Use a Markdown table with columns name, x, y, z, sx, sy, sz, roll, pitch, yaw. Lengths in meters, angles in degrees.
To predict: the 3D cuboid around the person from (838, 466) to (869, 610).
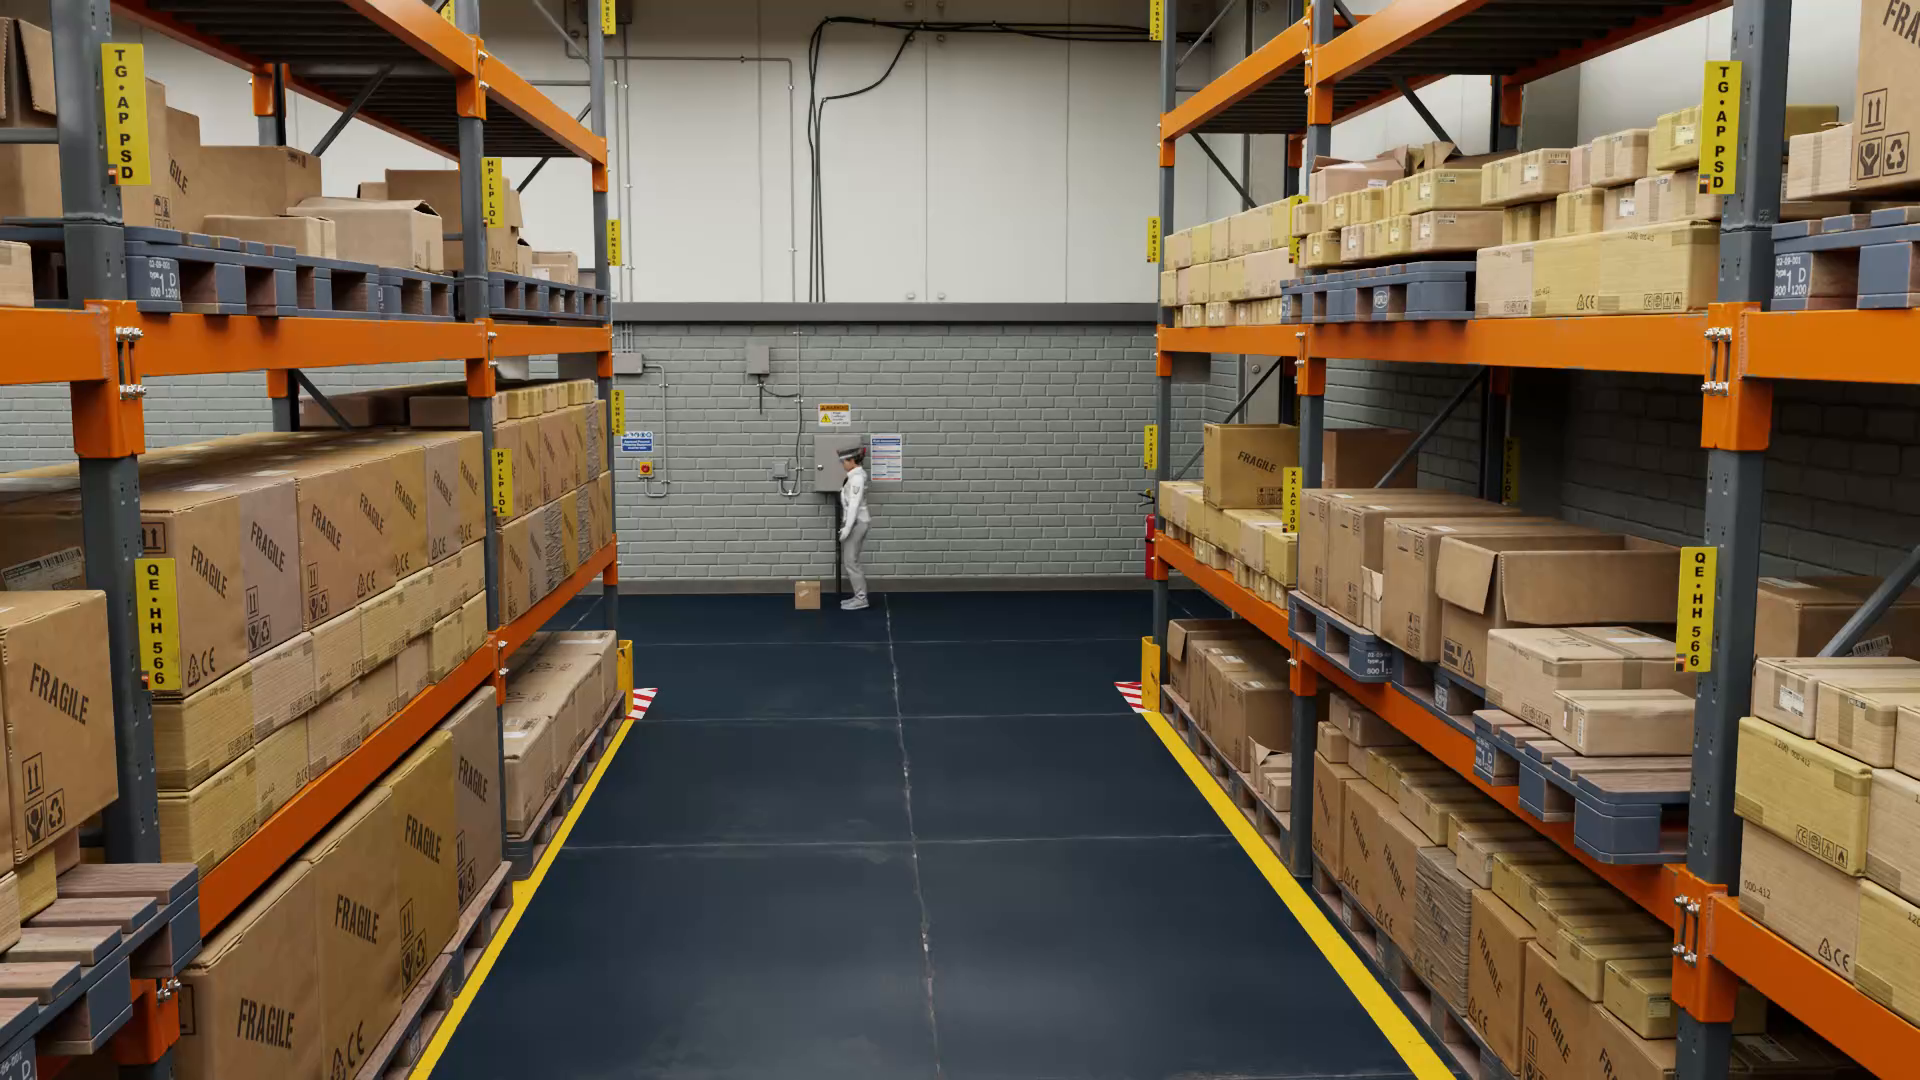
| name | x | y | z | sx | sy | sz | roll | pitch | yaw |
| --- | --- | --- | --- | --- | --- | --- | --- | --- | --- |
| person | -1.069 | 0.007 | 16.896 | 0.328 | 1.381 | 0.479 | 0 | 7 | -3 |
